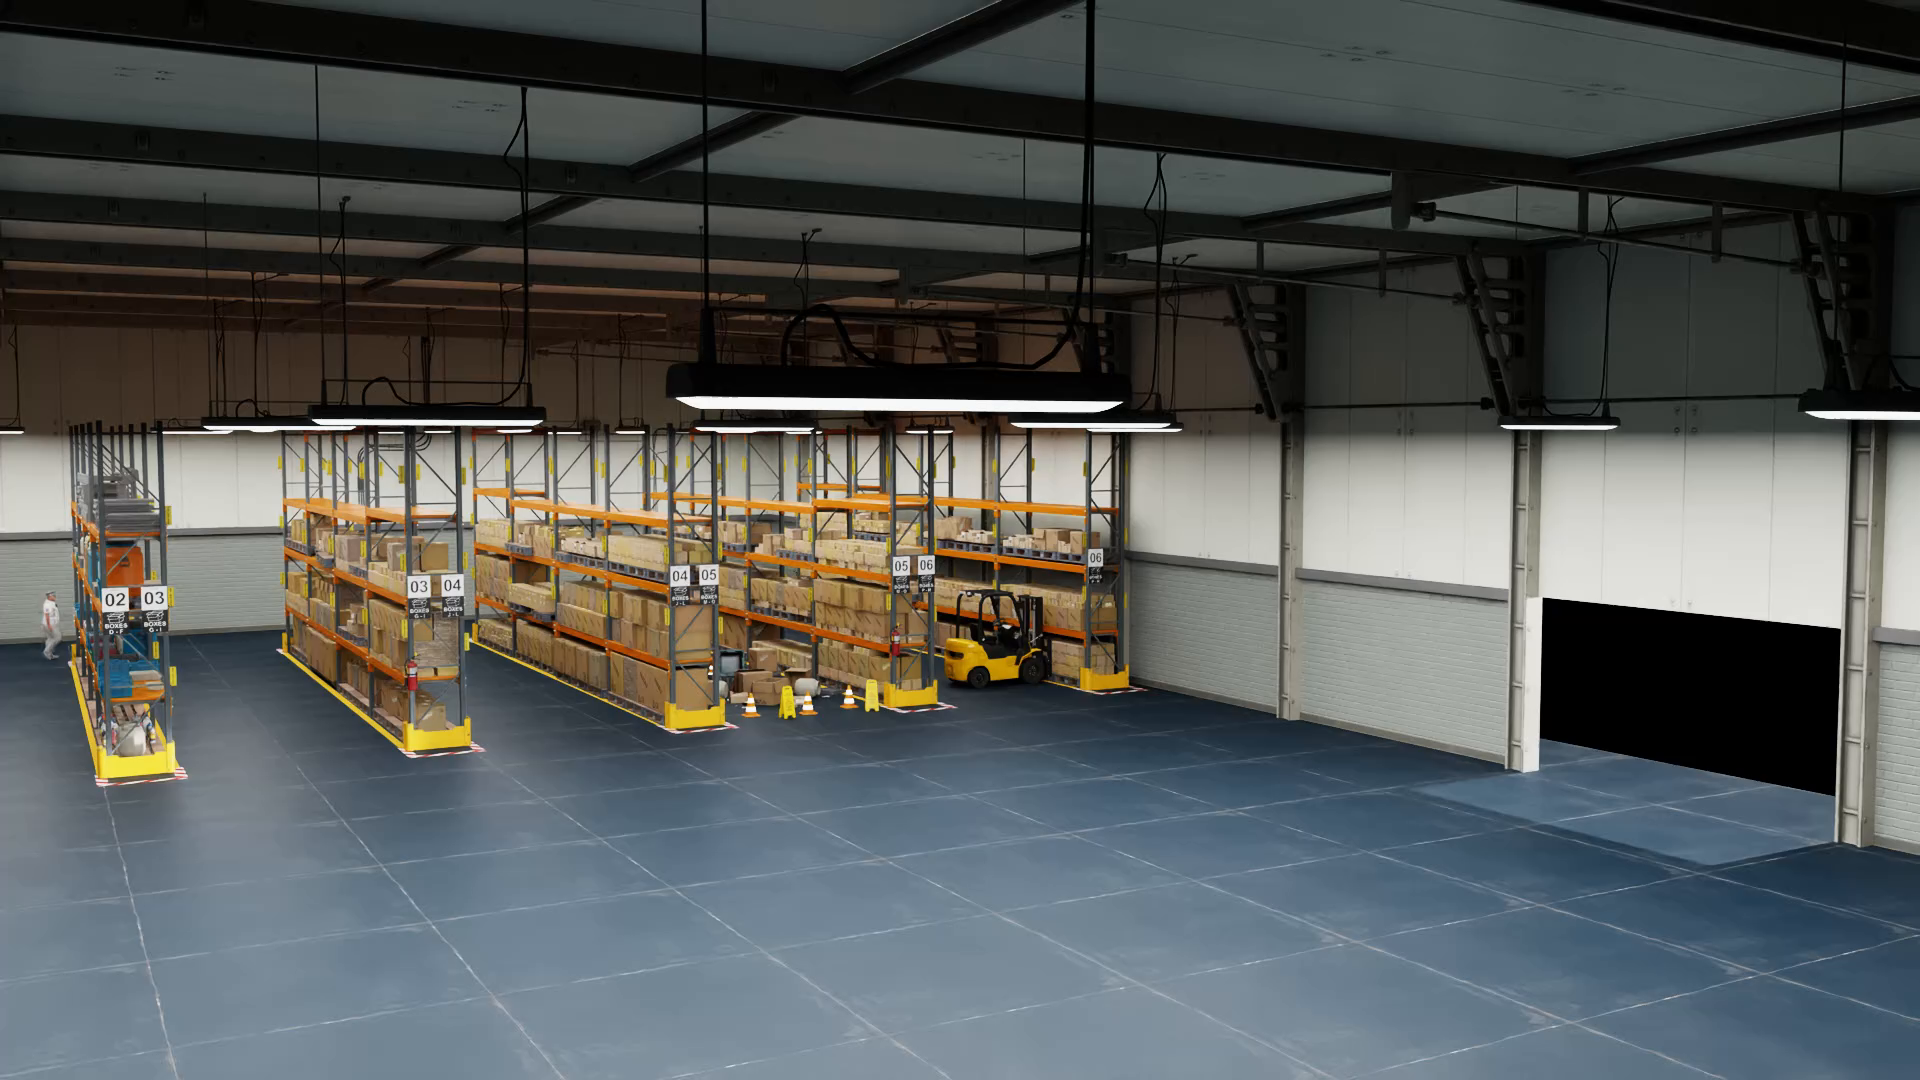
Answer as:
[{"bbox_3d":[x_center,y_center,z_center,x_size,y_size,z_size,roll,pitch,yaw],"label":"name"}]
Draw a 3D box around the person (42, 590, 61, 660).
[{"bbox_3d":[-23.416,2.190,42.839,0.442,1.785,0.573,-2,4,-30],"label":"person"}]
